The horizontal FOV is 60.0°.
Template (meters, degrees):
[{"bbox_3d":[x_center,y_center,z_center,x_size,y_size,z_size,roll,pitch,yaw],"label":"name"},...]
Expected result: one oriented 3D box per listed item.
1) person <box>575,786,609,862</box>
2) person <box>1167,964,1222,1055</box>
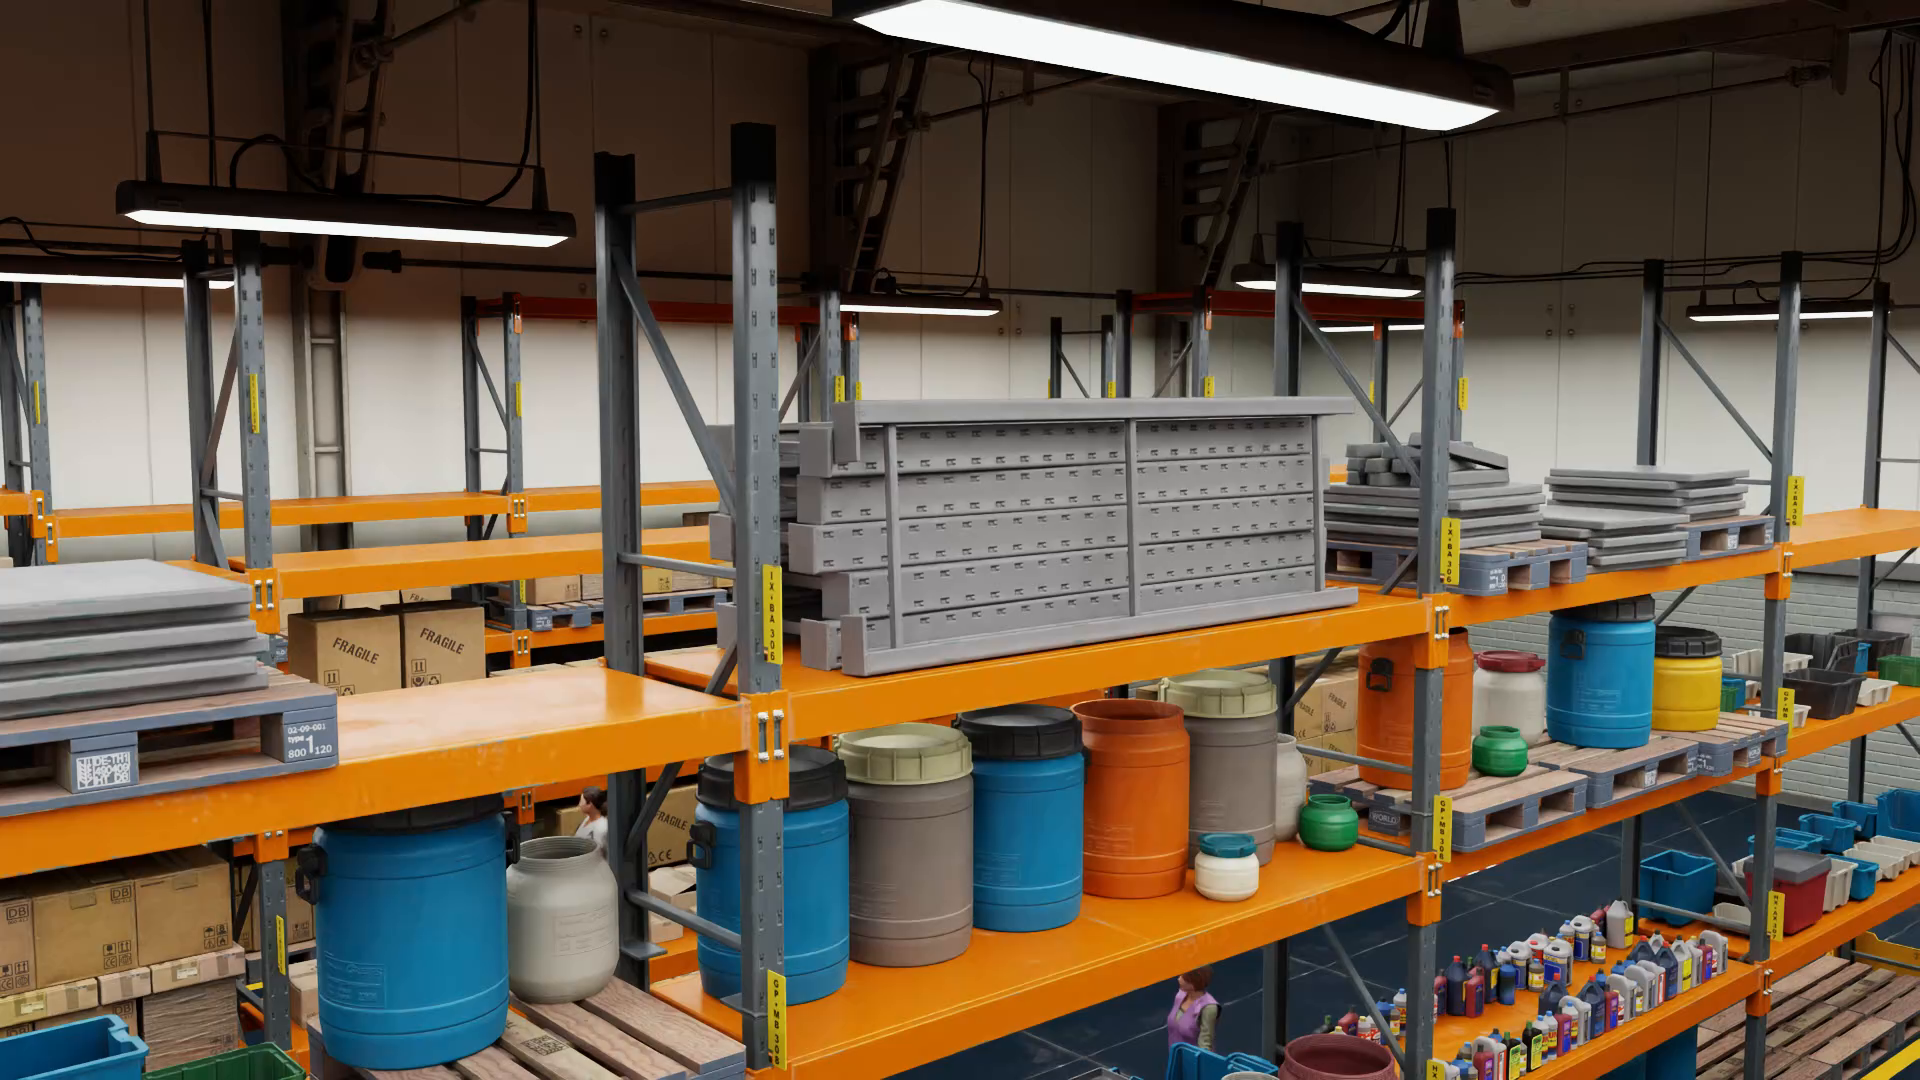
[{"bbox_3d":[-3.251,2.982,14.458,0.771,1.687,0.459,-3,6,-32],"label":"person"},{"bbox_3d":[1.406,3.385,10.445,0.903,1.552,0.432,-3,6,-29],"label":"person"}]
